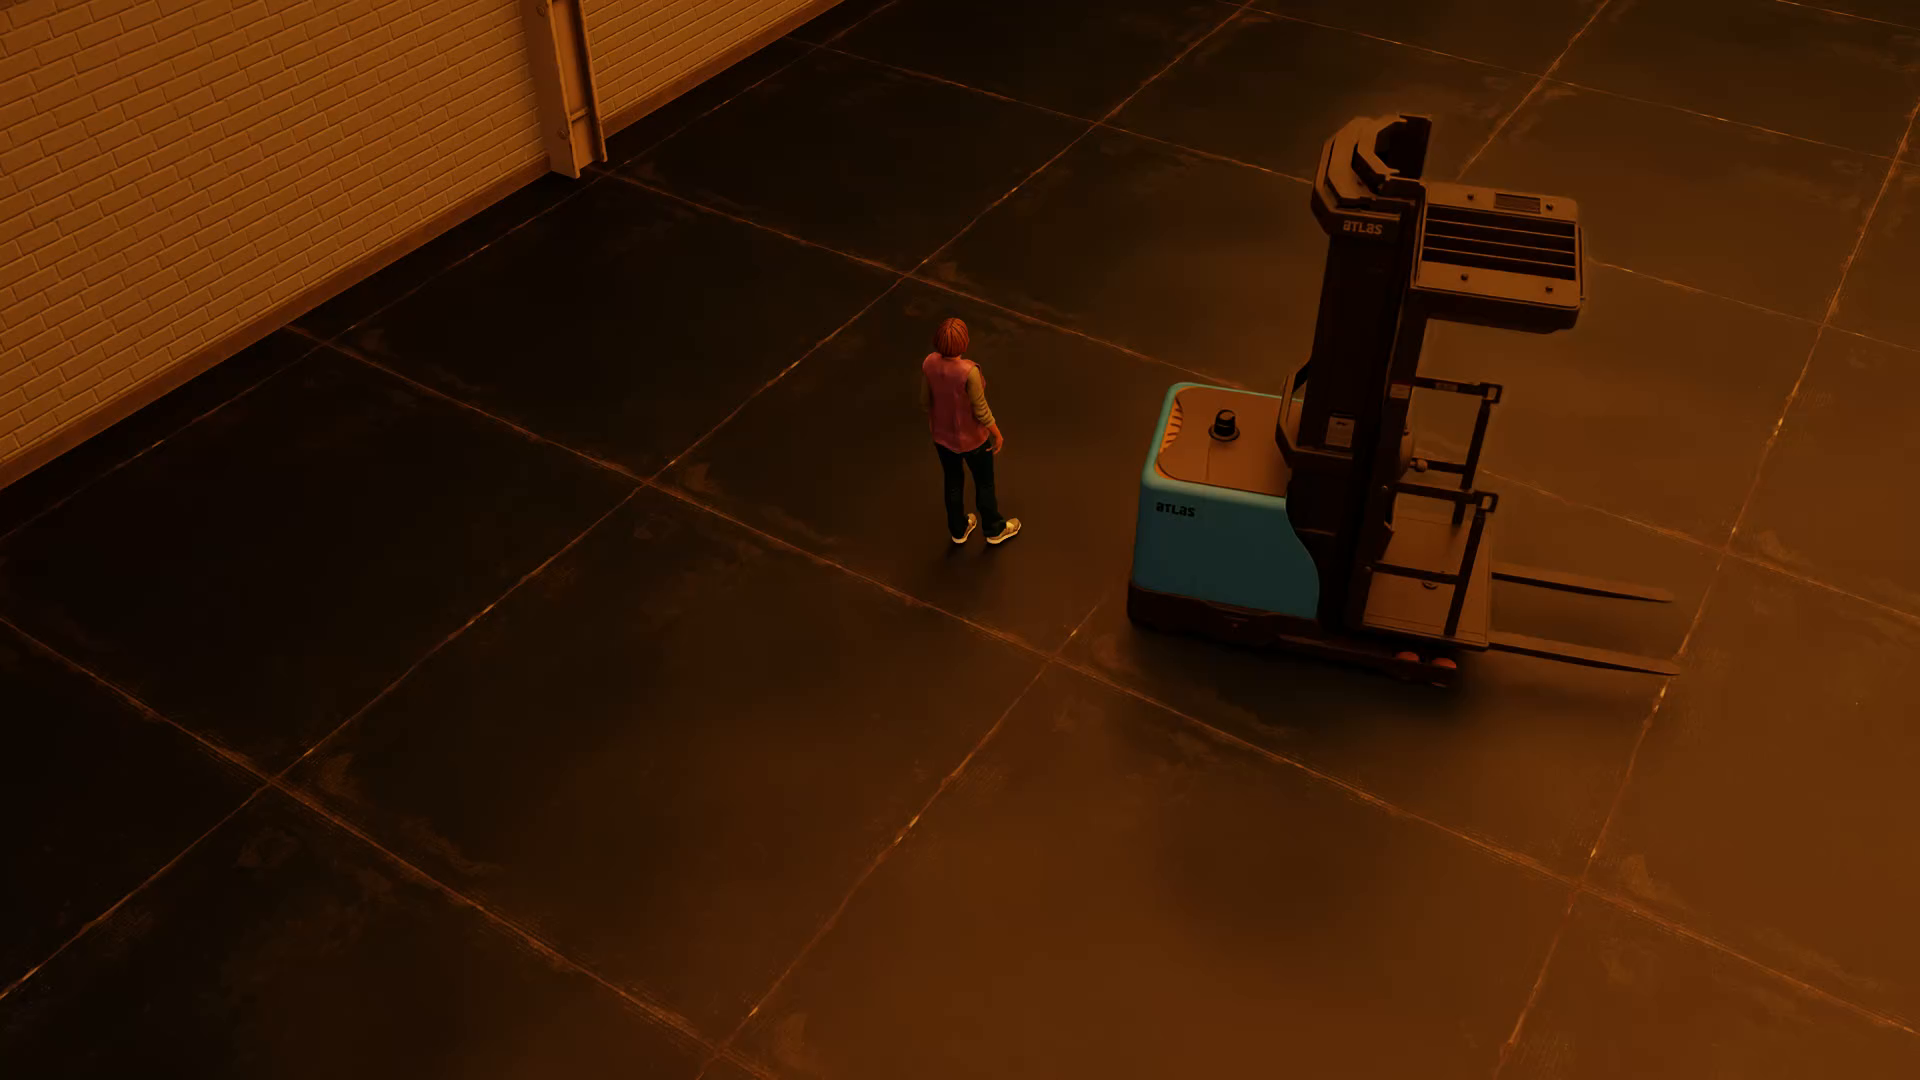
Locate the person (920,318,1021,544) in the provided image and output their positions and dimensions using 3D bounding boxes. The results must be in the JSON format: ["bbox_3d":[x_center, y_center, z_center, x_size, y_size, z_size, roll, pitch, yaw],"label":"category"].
[{"bbox_3d":[0.052,-0.651,9.756,0.521,1.599,0.473,22,45,24],"label":"person"}]

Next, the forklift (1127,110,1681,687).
[{"bbox_3d":[2.542,-0.683,8.773,3.031,2.935,1.130,10,41,12],"label":"forklift"}]
